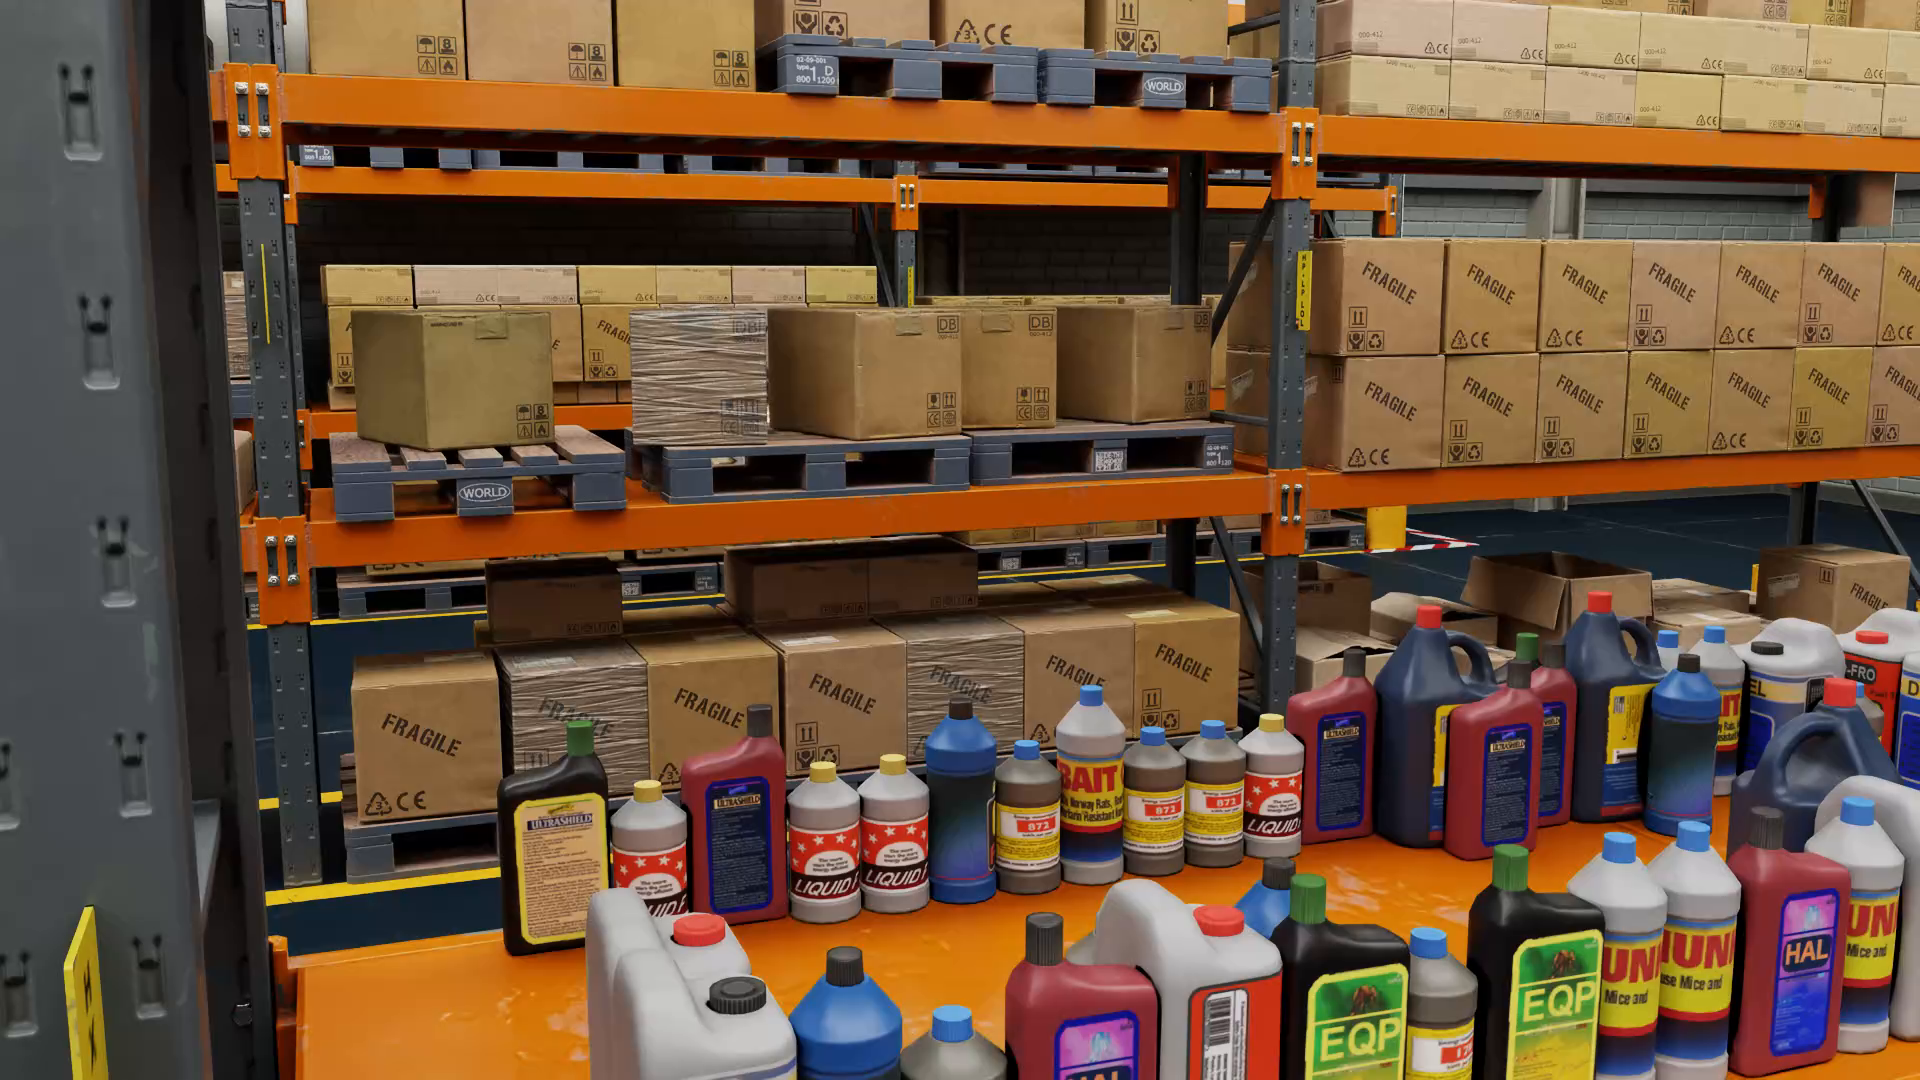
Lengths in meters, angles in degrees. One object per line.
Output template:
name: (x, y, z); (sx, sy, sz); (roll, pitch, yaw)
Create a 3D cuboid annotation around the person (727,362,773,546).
person: (-1.205, -0.180, 9.386); (0.552, 1.697, 0.468); (-3, 10, -21)
